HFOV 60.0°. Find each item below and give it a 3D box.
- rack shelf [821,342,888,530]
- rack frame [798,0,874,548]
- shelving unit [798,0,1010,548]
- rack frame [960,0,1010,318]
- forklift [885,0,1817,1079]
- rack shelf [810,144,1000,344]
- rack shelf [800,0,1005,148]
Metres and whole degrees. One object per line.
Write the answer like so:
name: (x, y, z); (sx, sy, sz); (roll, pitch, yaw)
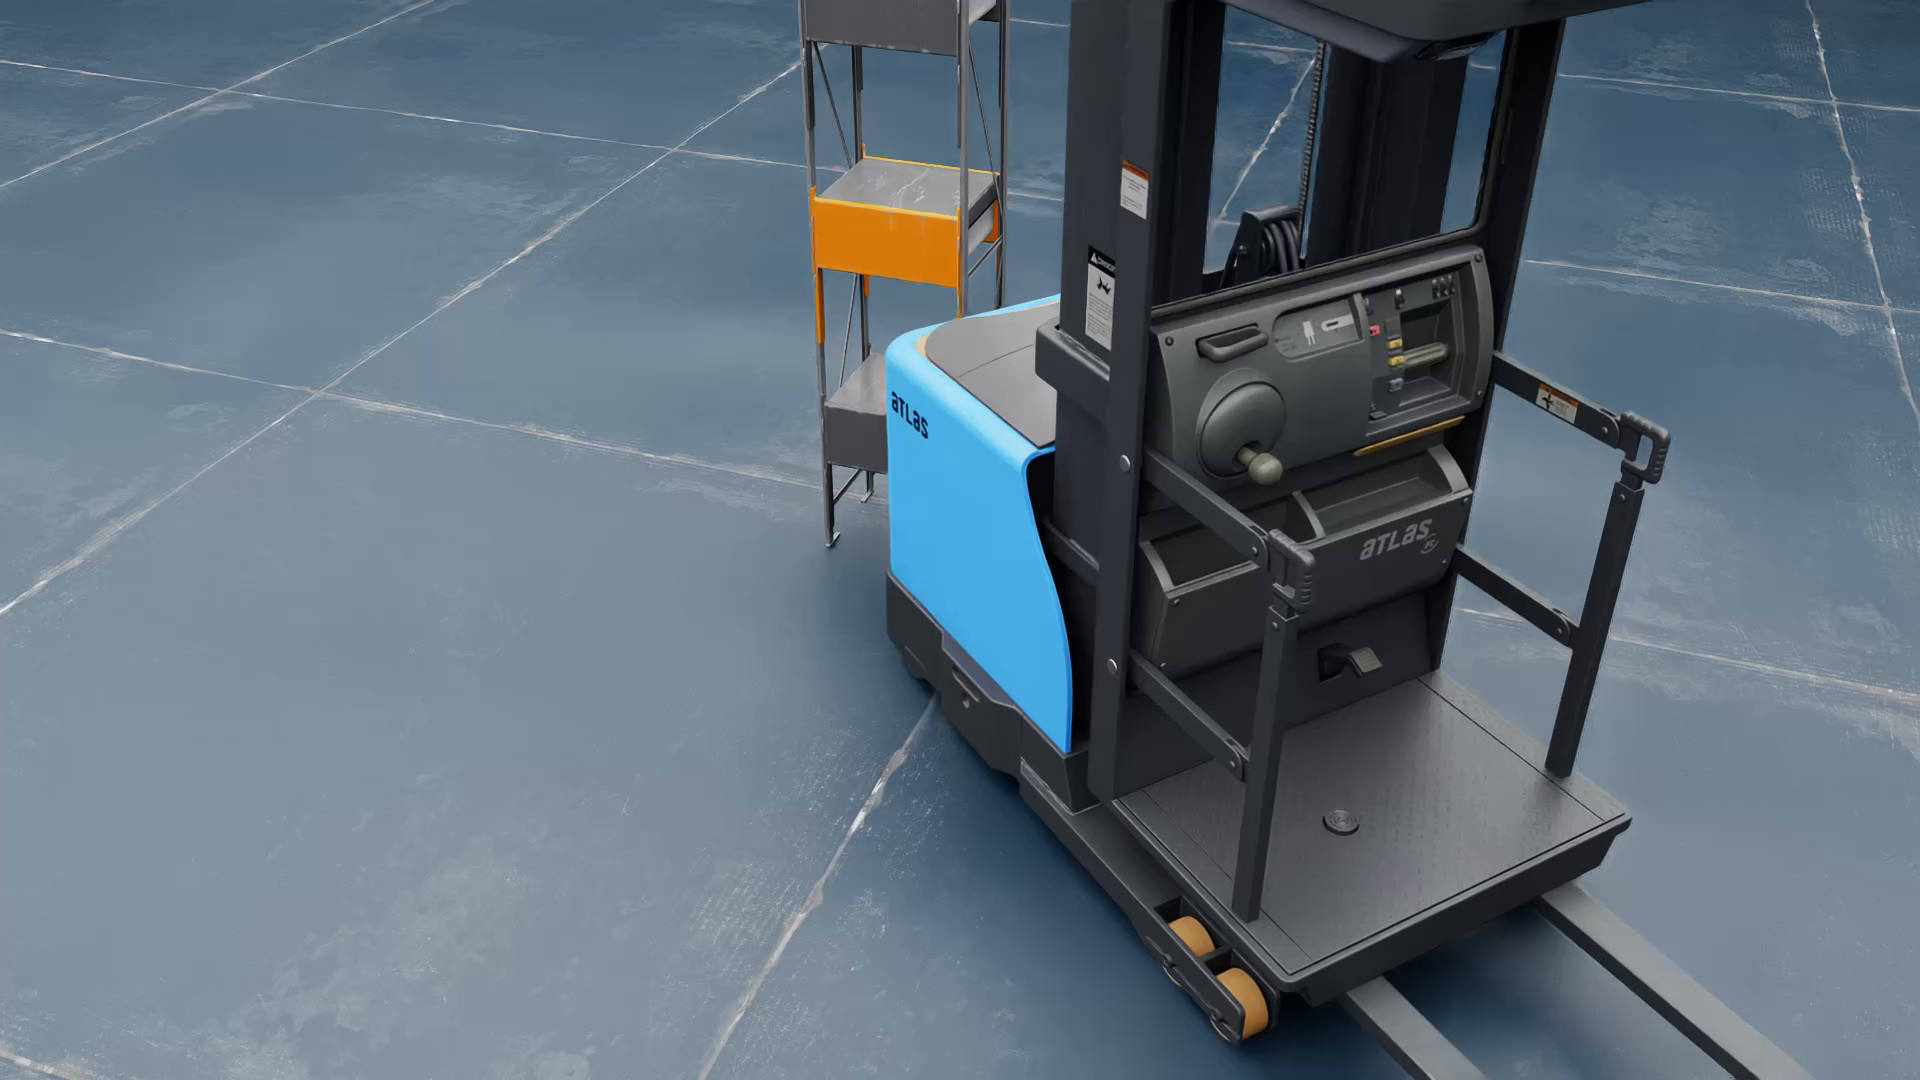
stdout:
rack shelf: (-0.156, -0.313, 5.614); (0.480, 0.518, 0.431); (11, 34, 16)
rack frame: (-0.386, -0.957, 5.297); (0.015, 2.100, 0.400); (11, 34, 16)
shelving unit: (-0.156, -0.912, 5.227); (0.503, 2.100, 0.431); (11, 34, 16)
rack frame: (0.074, -0.868, 5.158); (0.015, 2.100, 0.400); (11, 34, 16)
forklift: (0.942, -0.338, 3.572); (1.130, 2.935, 3.031); (-17, 37, -25)
rack shelf: (-0.156, -0.901, 5.235); (0.480, 0.518, 0.431); (11, 34, 16)
rack shelf: (-0.156, -1.489, 4.855); (0.480, 0.518, 0.431); (11, 34, 16)
